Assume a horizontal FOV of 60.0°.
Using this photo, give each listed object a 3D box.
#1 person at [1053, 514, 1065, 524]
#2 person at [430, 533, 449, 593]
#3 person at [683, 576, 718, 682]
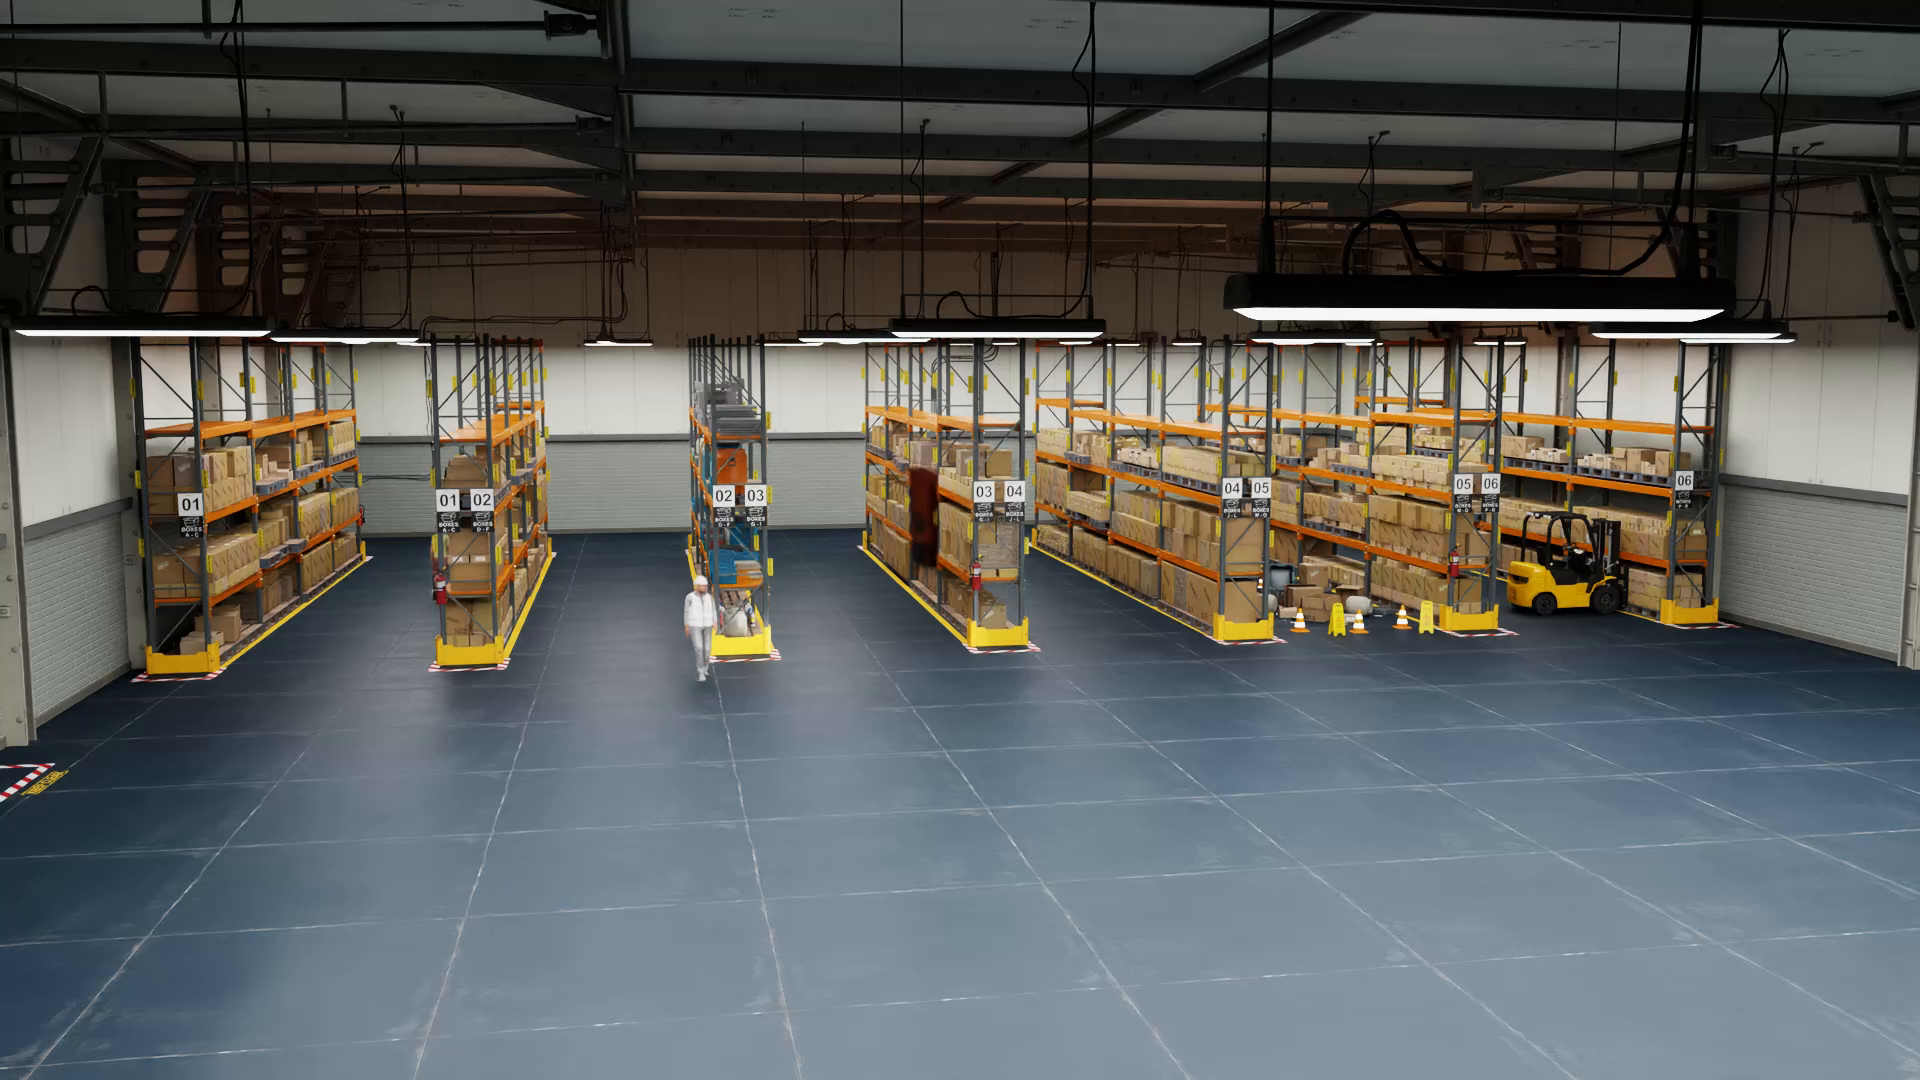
[{"bbox_3d":[3.189,-1.218,52.765,0.468,1.792,0.562,-4,8,-31],"label":"person"},{"bbox_3d":[-12.117,0.498,38.843,0.476,1.553,0.463,-1,7,-7],"label":"person"},{"bbox_3d":[-4.464,1.539,29.015,0.561,1.789,0.676,-4,8,-31],"label":"person"}]
